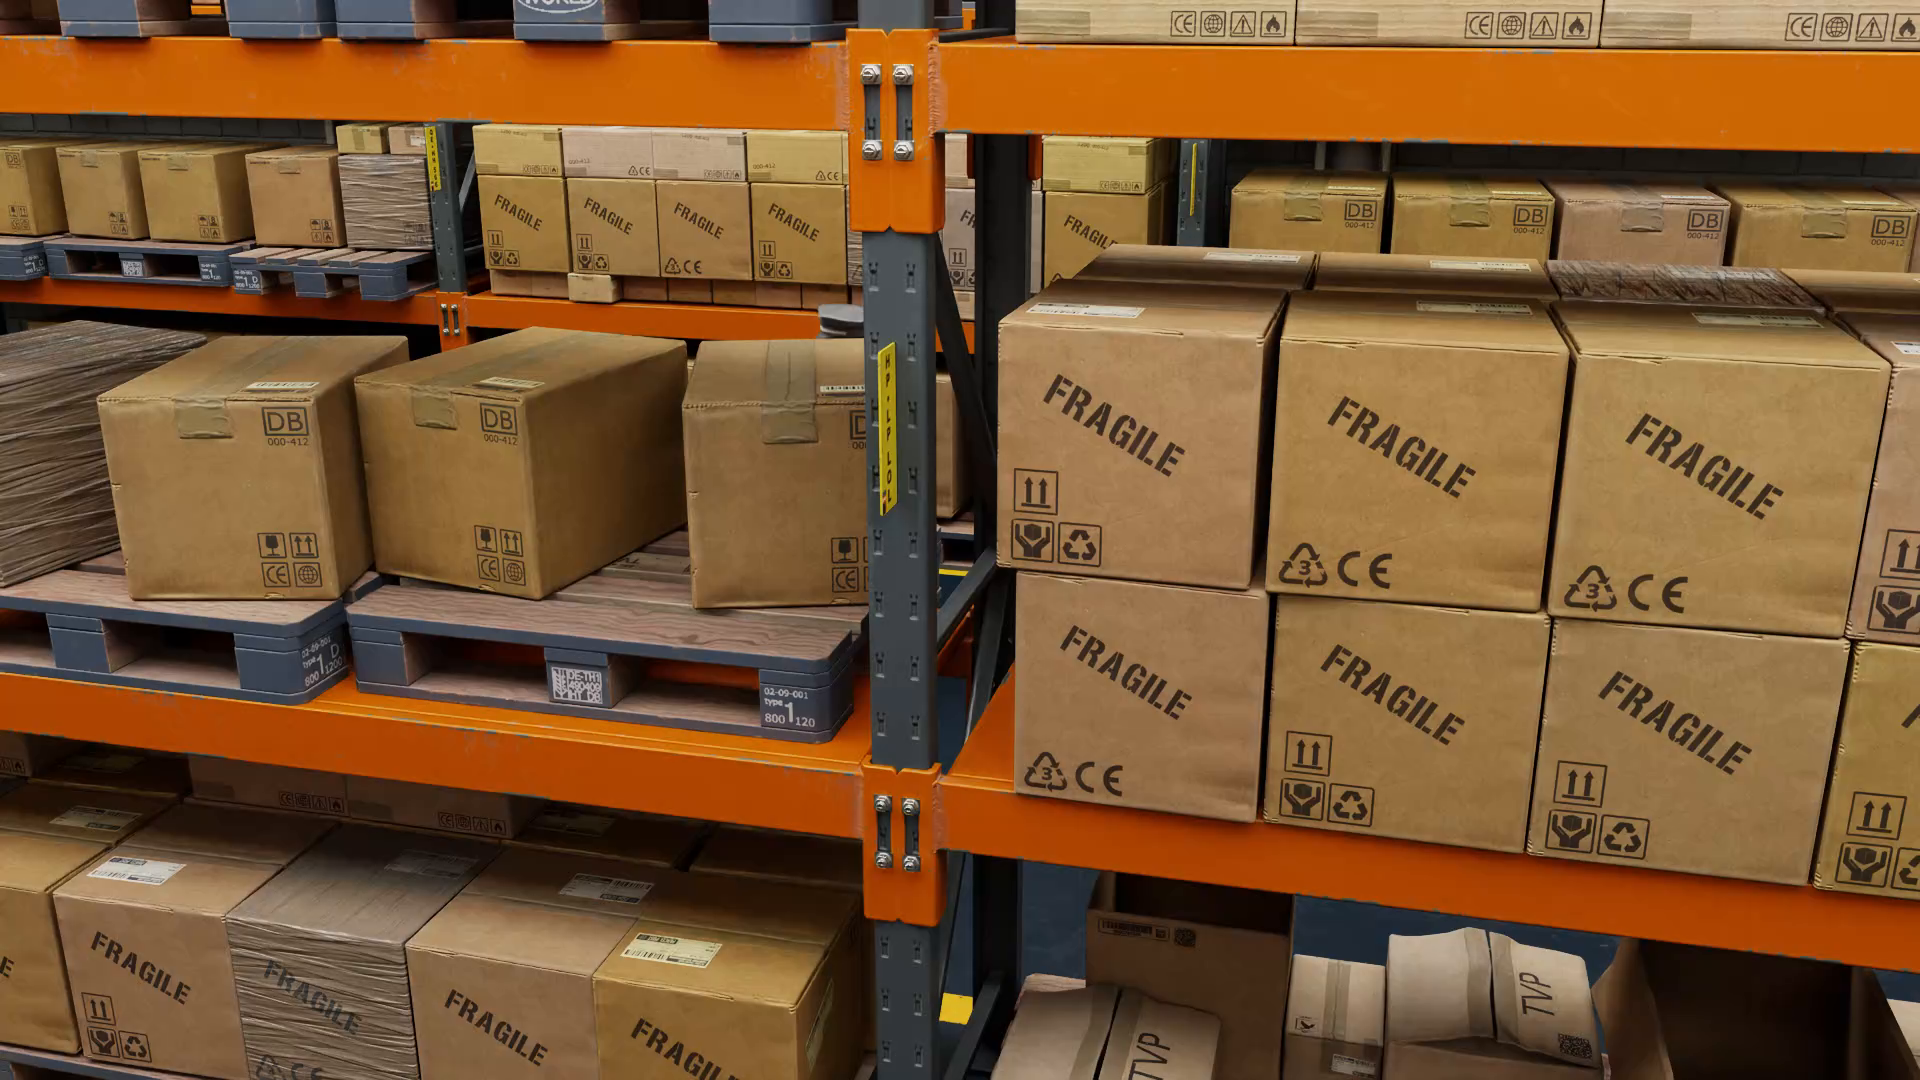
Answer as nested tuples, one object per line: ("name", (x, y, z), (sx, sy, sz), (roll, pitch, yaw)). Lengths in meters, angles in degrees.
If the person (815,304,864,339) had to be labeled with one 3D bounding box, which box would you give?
("person", (-0.429, -0.179, 7.091), (0.415, 1.662, 0.538), (3, 19, 10))
